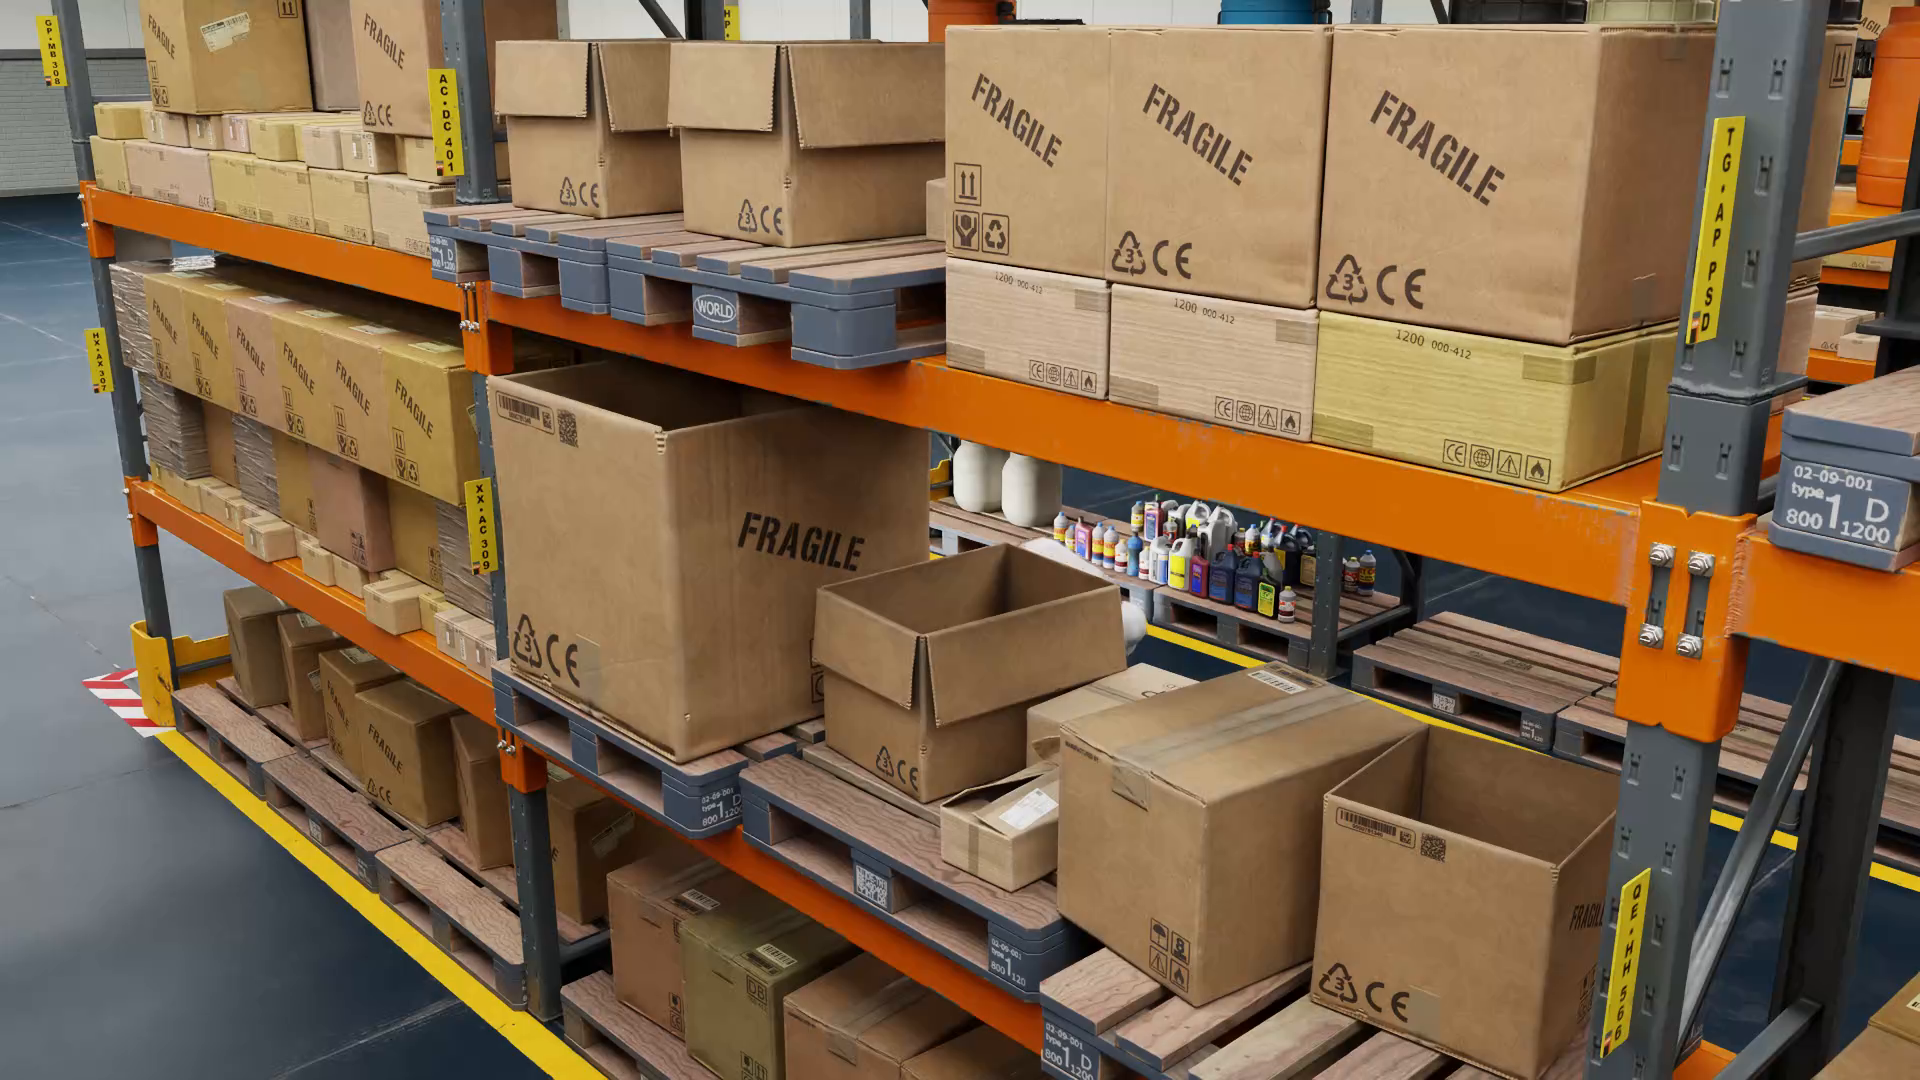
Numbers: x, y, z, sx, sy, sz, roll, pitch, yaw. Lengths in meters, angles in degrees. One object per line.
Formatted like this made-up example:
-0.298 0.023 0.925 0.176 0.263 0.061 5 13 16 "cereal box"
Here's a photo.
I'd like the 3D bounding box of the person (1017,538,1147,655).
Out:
0.593 0.512 8.750 0.949 0.956 0.528 16 23 42 "person"
